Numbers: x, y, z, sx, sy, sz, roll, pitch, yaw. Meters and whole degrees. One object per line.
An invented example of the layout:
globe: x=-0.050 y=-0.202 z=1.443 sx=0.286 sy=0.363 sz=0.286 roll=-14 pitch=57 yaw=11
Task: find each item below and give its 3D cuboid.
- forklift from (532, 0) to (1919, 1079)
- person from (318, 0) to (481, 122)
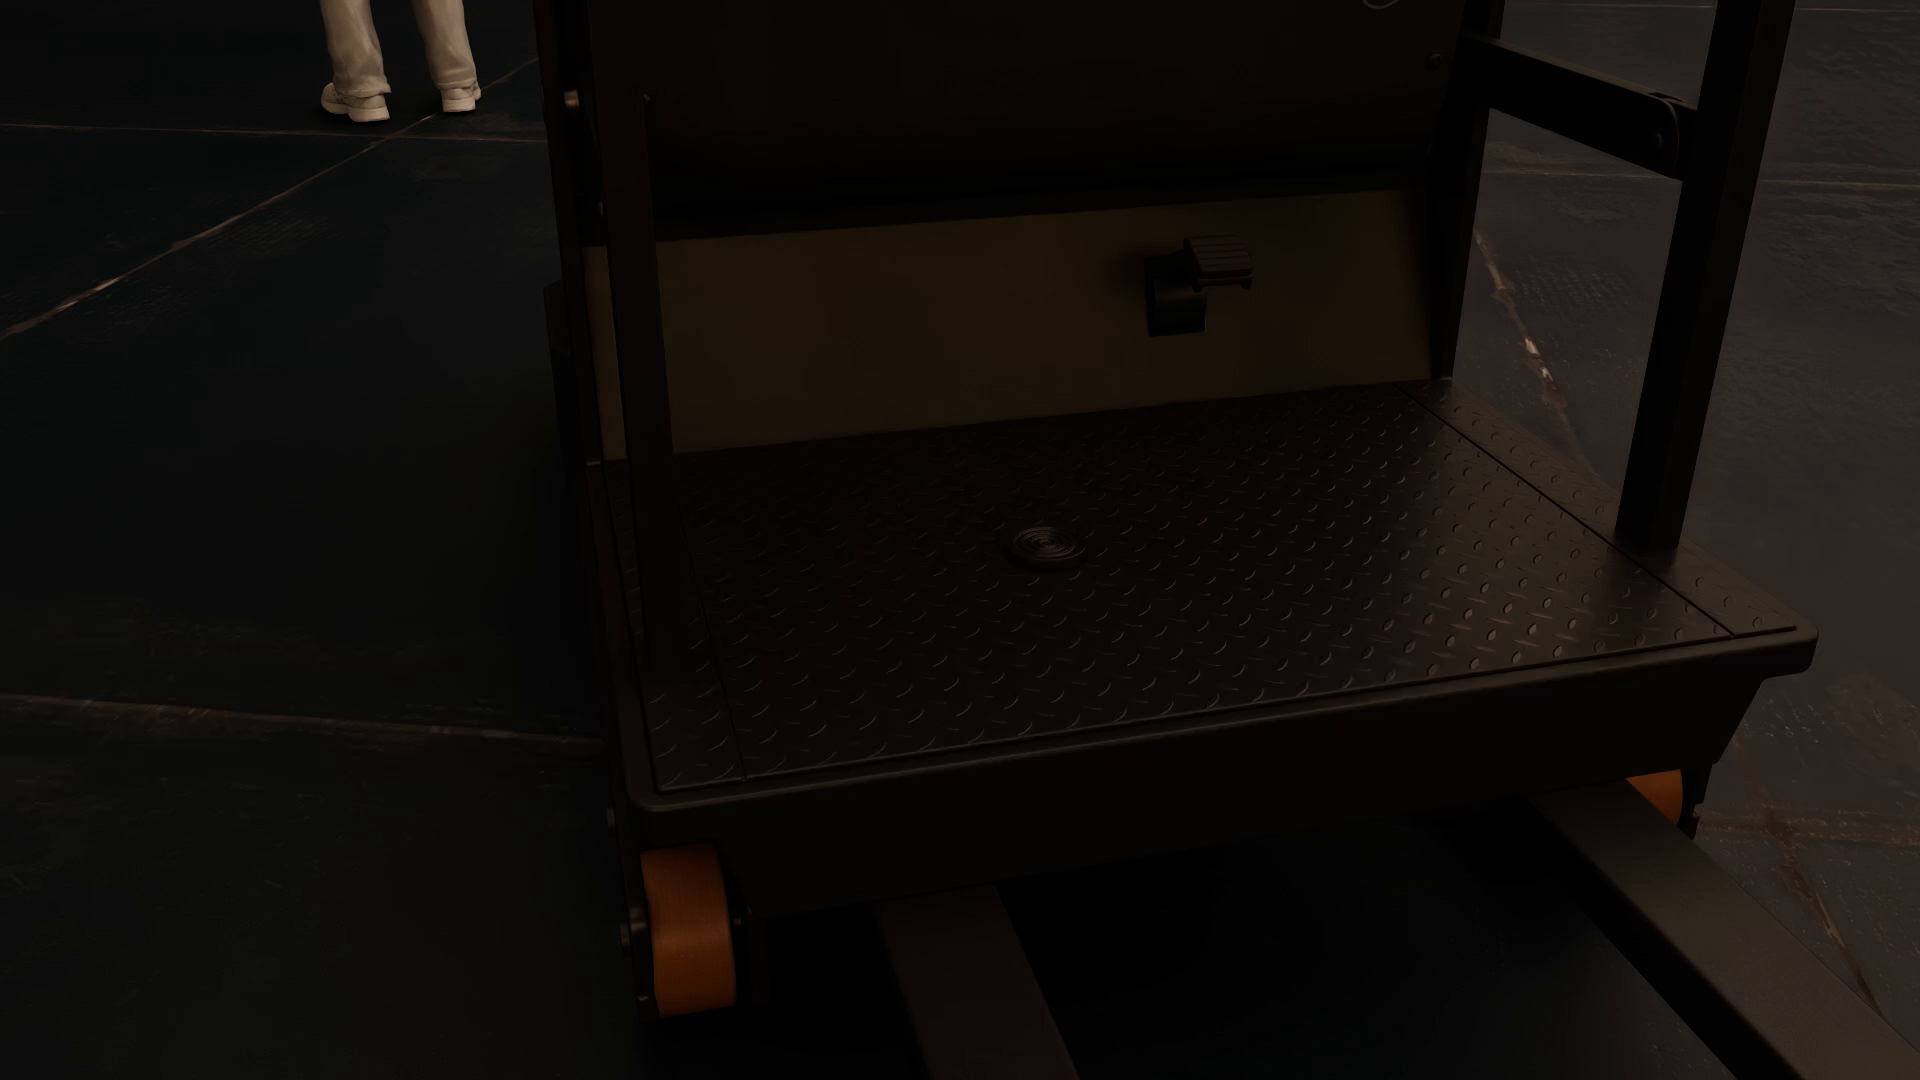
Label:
forklift: x=0.153 y=-1.049 z=1.319 sx=1.130 sy=2.935 sz=3.031 roll=-7 pitch=27 yaw=-13
person: x=-1.756 y=-2.121 z=4.767 sx=0.650 sy=1.773 sz=0.436 roll=-16 pitch=31 yaw=-29
